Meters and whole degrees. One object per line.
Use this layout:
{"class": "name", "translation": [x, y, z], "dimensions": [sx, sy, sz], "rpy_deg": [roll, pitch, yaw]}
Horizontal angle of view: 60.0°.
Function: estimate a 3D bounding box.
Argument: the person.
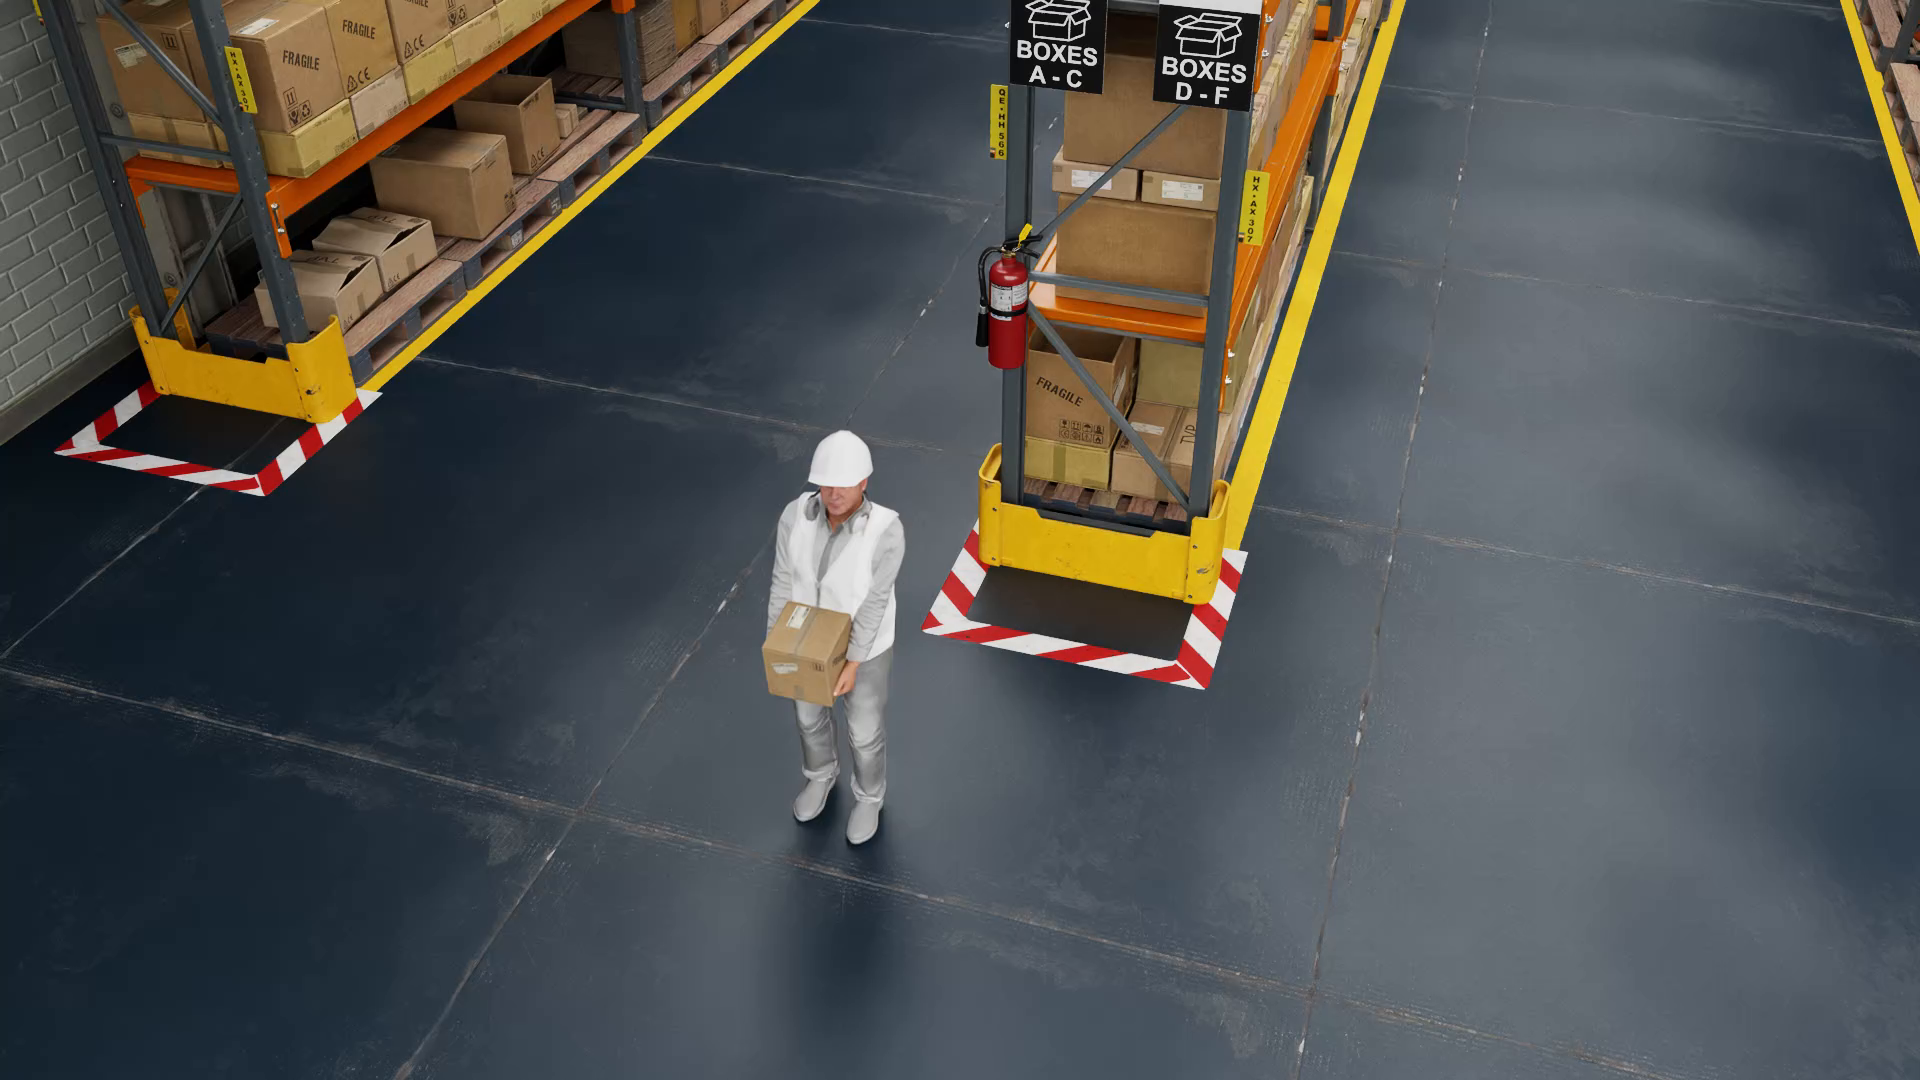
{"class": "person", "translation": [-0.475, 0.426, 6.307], "dimensions": [0.494, 1.765, 0.554], "rpy_deg": [11, 38, 15]}
